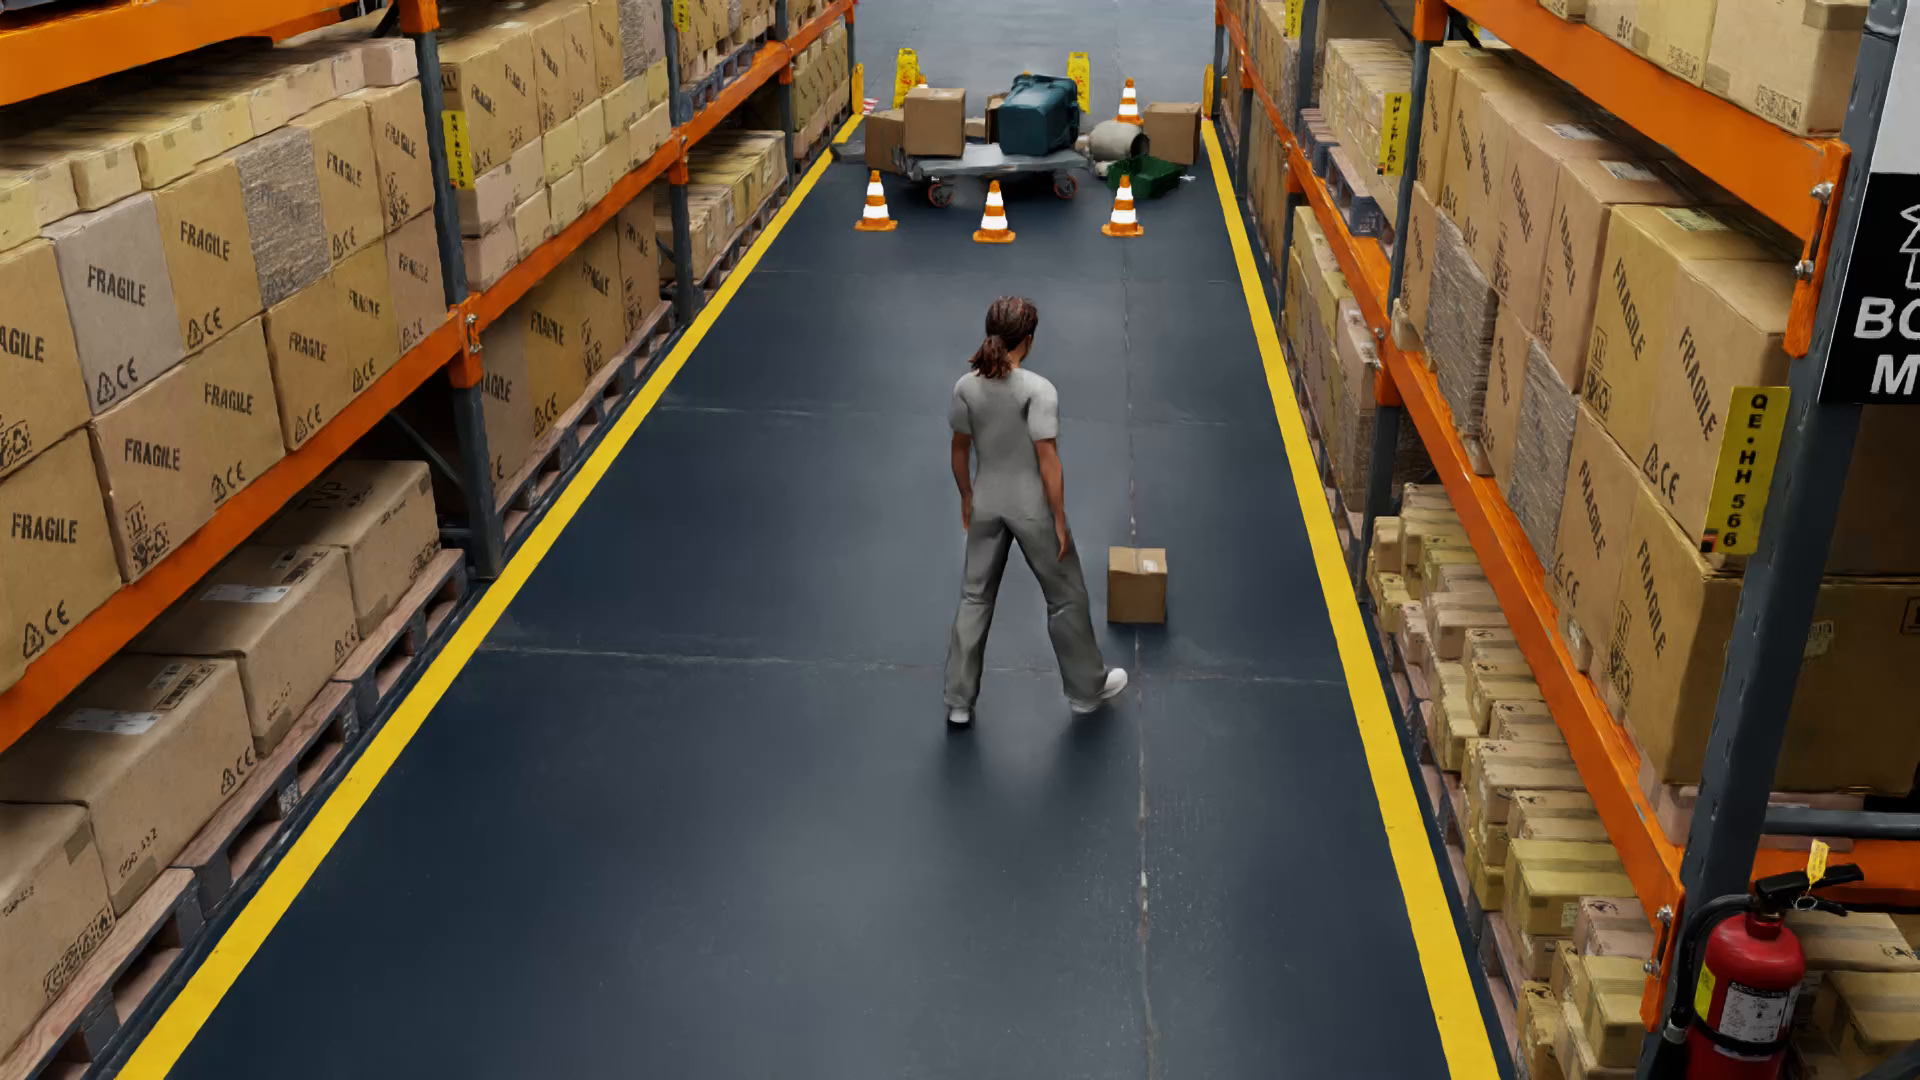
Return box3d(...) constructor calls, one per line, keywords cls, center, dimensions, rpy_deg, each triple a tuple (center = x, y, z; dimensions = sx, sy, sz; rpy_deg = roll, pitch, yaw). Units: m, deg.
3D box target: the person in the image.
box3d(cls="person", center=(0.265, -0.108, 6.298), dimensions=(0.629, 1.663, 0.618), rpy_deg=(15, 28, 29))
